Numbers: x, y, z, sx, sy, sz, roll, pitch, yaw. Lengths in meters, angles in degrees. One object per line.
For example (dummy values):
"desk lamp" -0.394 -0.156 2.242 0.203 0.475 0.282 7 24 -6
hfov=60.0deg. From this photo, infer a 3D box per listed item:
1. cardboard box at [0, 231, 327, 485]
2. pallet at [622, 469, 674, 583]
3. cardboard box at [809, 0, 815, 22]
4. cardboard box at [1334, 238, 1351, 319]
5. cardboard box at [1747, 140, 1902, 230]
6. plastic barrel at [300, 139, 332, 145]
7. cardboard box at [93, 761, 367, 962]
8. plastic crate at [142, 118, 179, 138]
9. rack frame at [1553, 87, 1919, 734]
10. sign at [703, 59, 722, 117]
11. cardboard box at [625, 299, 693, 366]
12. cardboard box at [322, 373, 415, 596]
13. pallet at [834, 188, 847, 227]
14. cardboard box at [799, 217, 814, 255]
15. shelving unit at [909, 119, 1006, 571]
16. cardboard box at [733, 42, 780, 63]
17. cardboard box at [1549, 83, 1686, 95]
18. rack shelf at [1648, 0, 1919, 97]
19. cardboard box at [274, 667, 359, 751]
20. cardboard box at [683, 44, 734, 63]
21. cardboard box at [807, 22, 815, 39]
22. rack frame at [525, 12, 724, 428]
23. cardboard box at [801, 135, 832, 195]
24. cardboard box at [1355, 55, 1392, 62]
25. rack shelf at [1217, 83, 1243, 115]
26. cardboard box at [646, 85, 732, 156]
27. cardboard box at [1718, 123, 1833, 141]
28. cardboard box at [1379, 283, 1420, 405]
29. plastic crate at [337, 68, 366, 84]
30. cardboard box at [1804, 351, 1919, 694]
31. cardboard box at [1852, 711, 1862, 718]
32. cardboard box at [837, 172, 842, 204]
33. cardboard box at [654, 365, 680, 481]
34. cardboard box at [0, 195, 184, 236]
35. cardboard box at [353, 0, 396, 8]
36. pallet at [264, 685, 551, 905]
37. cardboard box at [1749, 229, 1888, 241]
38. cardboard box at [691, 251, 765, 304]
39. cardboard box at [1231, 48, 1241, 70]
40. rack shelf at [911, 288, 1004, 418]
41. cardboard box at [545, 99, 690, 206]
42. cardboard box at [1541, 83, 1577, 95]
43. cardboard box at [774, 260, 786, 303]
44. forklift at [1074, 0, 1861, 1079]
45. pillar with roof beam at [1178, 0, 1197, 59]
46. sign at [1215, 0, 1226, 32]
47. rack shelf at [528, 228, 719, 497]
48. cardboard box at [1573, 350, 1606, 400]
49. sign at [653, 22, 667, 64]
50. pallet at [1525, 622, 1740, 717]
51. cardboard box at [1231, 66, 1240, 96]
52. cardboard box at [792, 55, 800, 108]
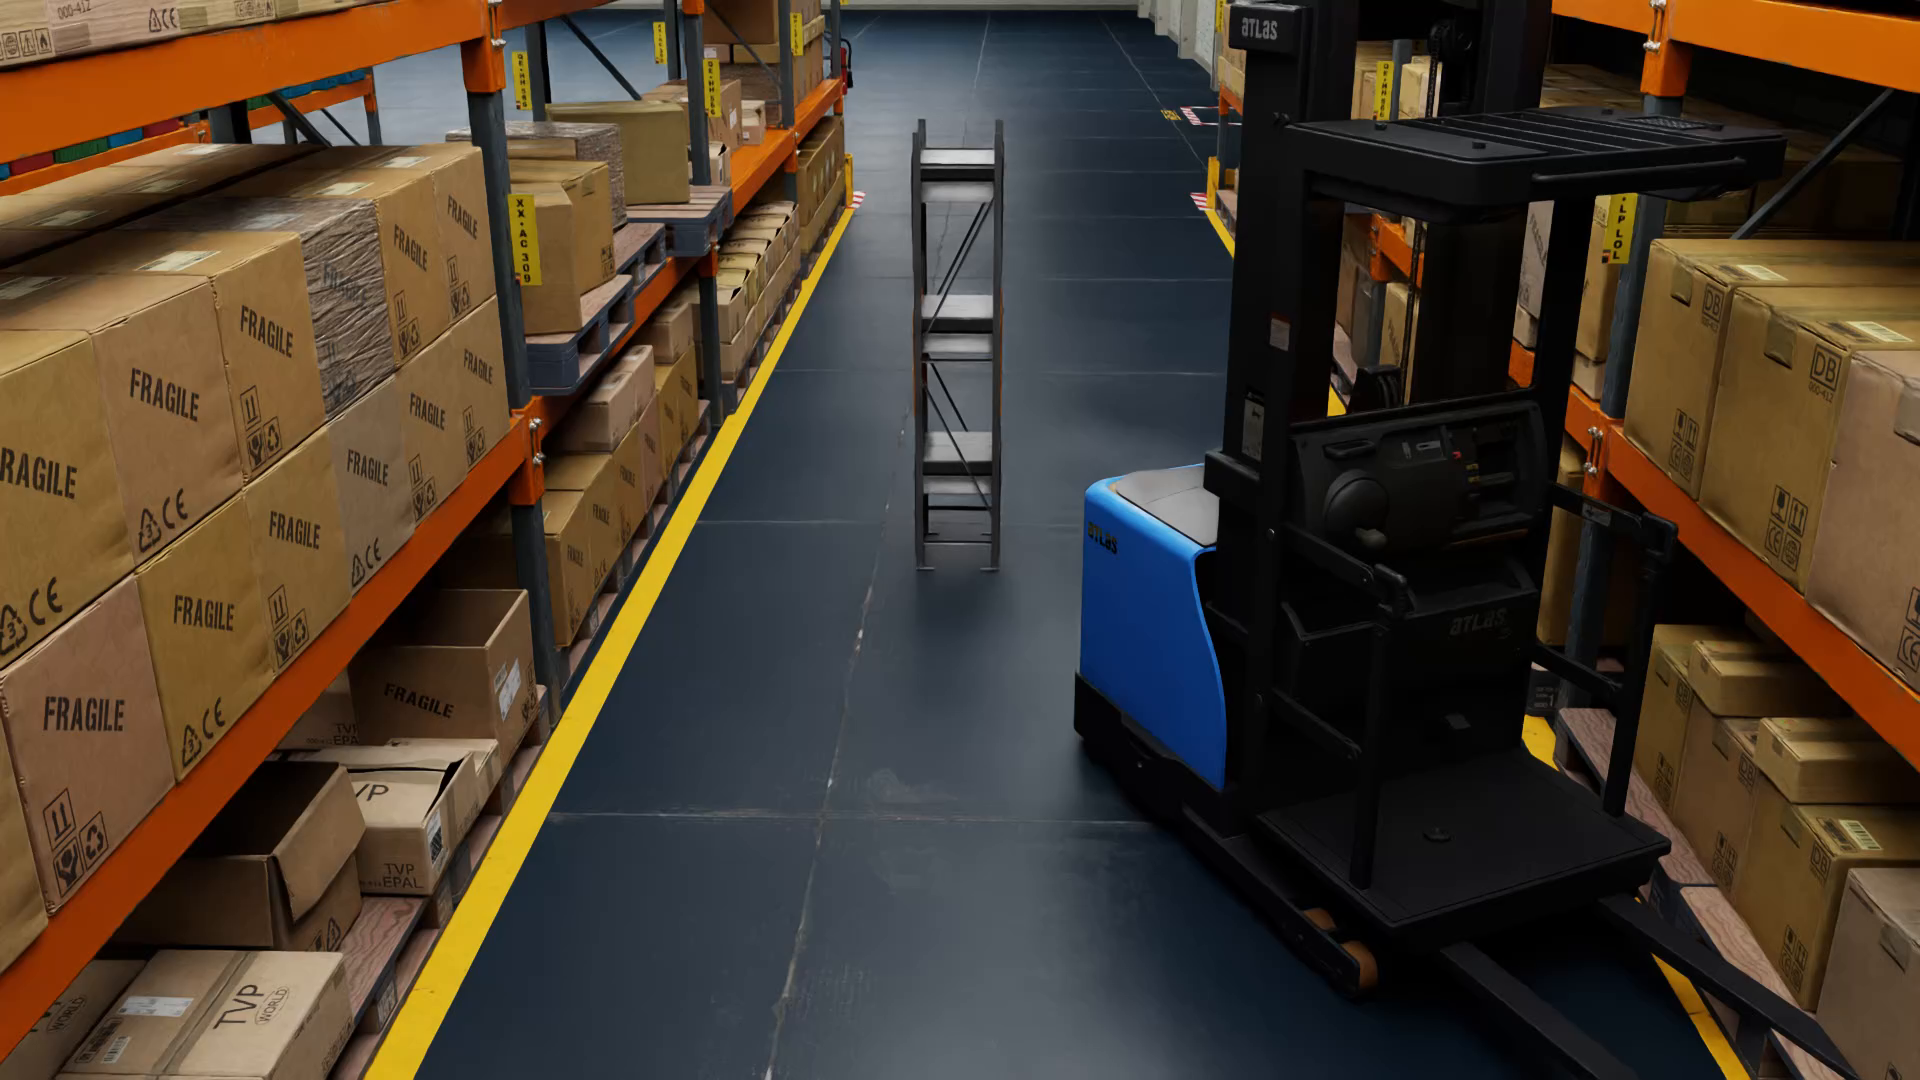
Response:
"cardboard box" -1.905 -0.450 4.022 0.500 0.500 0.500 0 21 1
"pallet" -2.082 -0.109 8.519 1.003 0.211 1.213 1 21 2
"cardboard box" -1.778 -5.285 16.071 0.700 0.500 0.500 0 21 0
"cardboard box" 3.064 -1.914 12.162 0.700 0.500 0.500 1 21 2
"cardboard box" 3.122 -1.327 6.189 0.500 0.250 0.500 1 21 3
"plastic barrel" -6.633 -3.864 17.200 0.421 0.512 0.421 0 21 0
"cardboard box" -2.155 0.966 4.737 0.797 0.503 0.637 1 21 2
"plastic crate" -6.520 -3.472 13.243 0.402 0.464 0.583 1 21 2
"rack frame" 2.848 -0.619 5.978 1.000 3.000 0.127 1 21 2
"sign" -1.439 -2.619 9.641 0.100 0.325 0.005 1 21 2
"cardboard box" -1.773 -1.147 9.149 0.500 0.250 0.500 1 21 4
"cardboard box" -1.890 -0.163 4.665 0.500 0.500 0.500 1 21 3
"pallet" -1.720 -3.434 17.088 1.003 0.211 1.213 1 21 2
"cardboard box" -1.543 -2.643 14.415 0.500 0.250 0.500 1 21 2
"shelving unit" -0.005 -0.919 7.995 0.431 2.100 0.503 1 21 2
"cardboard box" -1.658 -4.009 13.680 0.380 0.149 0.250 1 21 2
"cardboard box" 3.177 -2.070 8.104 0.500 0.250 0.500 0 21 0
"rack shelf" 2.787 -0.959 3.702 1.077 0.370 4.000 1 21 2
"cardboard box" -2.332 0.525 6.137 0.500 0.311 0.500 1 21 2
"cardboard box" -2.066 -4.015 13.694 0.380 0.149 0.250 1 21 2
"cardboard box" -1.591 -4.847 15.839 0.380 0.149 0.250 1 21 3
"rack frame" -1.982 -2.119 9.843 1.000 3.000 0.127 1 21 2
"cardboard box" -1.490 -3.535 15.677 0.500 0.500 0.500 1 21 2
"cardboard box" 3.029 -3.140 11.727 0.700 0.500 0.500 4 21 9
"rack shelf" 3.152 -3.900 15.427 1.077 0.370 4.000 1 21 2
"cardboard box" -1.931 -2.963 11.879 0.500 0.500 0.500 1 21 2
"cardboard box" 3.132 -1.516 6.676 0.500 0.250 0.500 1 21 2
"cardboard box" 2.816 -0.995 9.337 0.750 0.750 0.750 0 21 1
"plastic crate" -6.406 -4.814 16.994 0.499 0.251 0.616 1 21 2
"cardboard box" 2.775 -0.036 4.061 0.980 0.700 0.700 0 21 -1
"cardboard box" 2.904 0.553 4.936 0.380 0.149 0.250 0 21 0
"cardboard box" -1.463 -3.547 16.745 0.500 0.250 0.500 1 21 2
"cardboard box" -1.792 -0.631 8.855 0.500 0.500 0.500 0 21 0
"cardboard box" -2.430 -0.646 4.526 0.500 0.500 0.500 0 21 0
"cardboard box" -1.878 -1.642 4.674 0.500 0.250 0.500 1 21 2
"pallet" -2.125 0.876 5.980 1.003 0.211 1.213 1 21 2
"cardboard box" 3.114 -0.978 6.324 0.500 0.500 0.500 0 21 0
"cardboard box" -1.647 -1.855 11.607 0.500 0.311 0.500 0 21 0
"cardboard box" 2.851 -4.713 15.671 0.500 0.500 0.500 0 21 0
"rack shelf" -0.005 -0.906 8.000 0.431 0.518 0.480 1 21 2
"cardboard box" -1.888 -2.132 9.159 0.700 0.500 0.500 -7 22 -16
"cardboard box" 2.671 -2.073 8.112 0.500 0.250 0.500 1 21 2
"cardboard box" -1.615 -1.958 12.649 0.500 0.250 0.500 1 21 3
"forklift" 1.516 -0.173 4.923 1.130 2.935 3.031 -9 23 -23
"pillar with roof beam" 0.301 -14.048 32.294 9.100 9.000 0.400 1 21 2
"sign" 2.671 -5.368 17.019 0.100 0.325 0.005 1 21 2
"rack shelf" -2.043 -1.060 8.109 1.077 0.370 4.000 1 21 2
"cardboard box" 2.575 -0.637 6.343 0.380 0.149 0.250 1 21 2
"sign" -2.415 -4.011 13.414 0.100 0.325 0.005 1 21 2
"pallet" 2.796 0.401 7.204 1.003 0.211 1.213 1 21 2
"cardboard box" 2.858 -4.353 15.780 0.500 0.250 0.500 0 21 1
"cardboard box" -1.824 -4.144 14.925 0.700 0.500 0.500 1 21 2
